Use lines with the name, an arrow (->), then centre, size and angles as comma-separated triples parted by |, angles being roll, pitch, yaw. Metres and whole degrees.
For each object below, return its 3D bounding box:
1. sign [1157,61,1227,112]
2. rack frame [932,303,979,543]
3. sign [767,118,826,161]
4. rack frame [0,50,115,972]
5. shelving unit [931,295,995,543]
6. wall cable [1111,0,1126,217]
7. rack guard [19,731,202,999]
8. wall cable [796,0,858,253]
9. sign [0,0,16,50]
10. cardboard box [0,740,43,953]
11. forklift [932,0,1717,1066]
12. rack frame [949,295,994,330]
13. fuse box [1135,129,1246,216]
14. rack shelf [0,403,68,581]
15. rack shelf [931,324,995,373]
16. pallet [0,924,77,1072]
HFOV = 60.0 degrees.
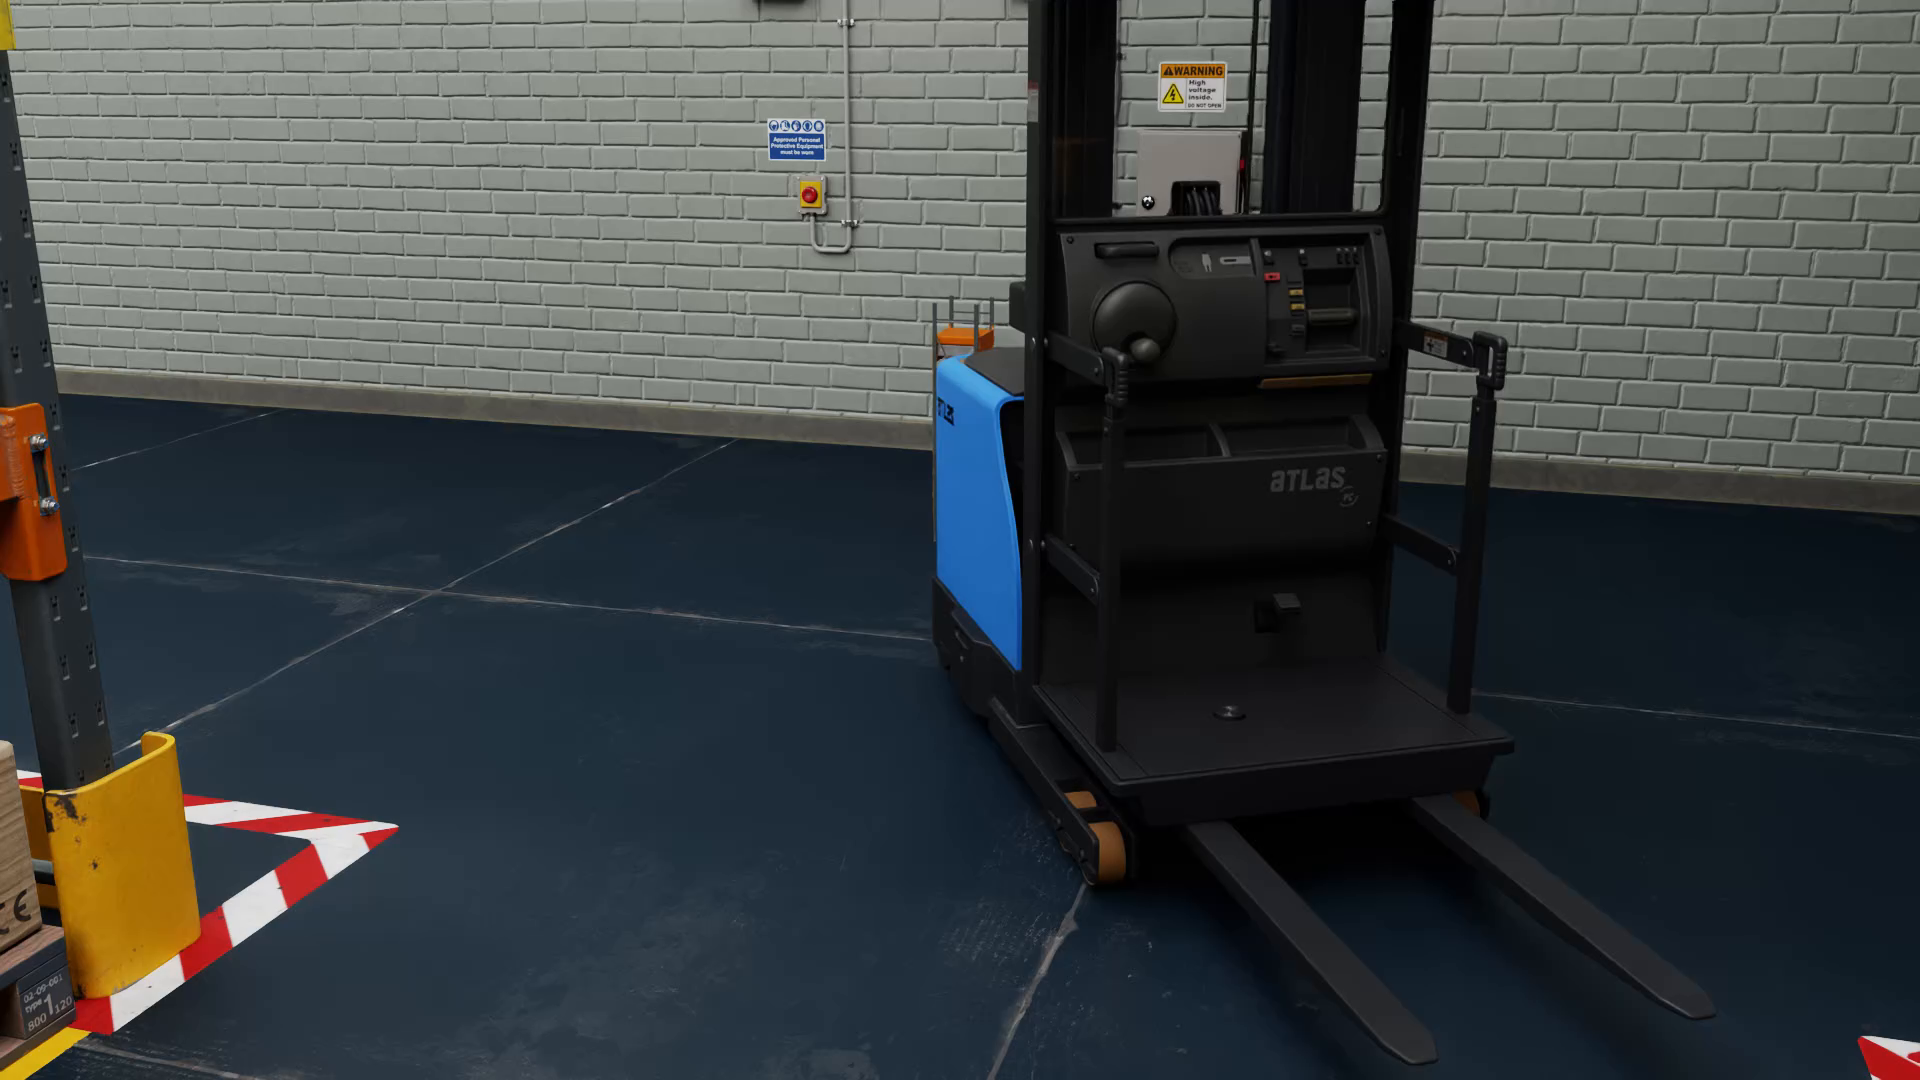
sign -> 1.140, -2.229, 8.177 | 0.339, 0.242, 0.001 | 5, 16, 16
rack frame -> -0.019, -0.487, 7.123 | 0.200, 1.050, 0.008 | 5, 16, 16
sign -> -0.867, -2.124, 8.825 | 0.327, 0.218, 0.001 | 5, 16, 16
rack frame -> -2.418, -0.497, 3.585 | 1.000, 3.000, 0.127 | 5, 16, 16
shelving unit -> 0.015, -0.519, 7.235 | 0.215, 1.050, 0.252 | 5, 16, 16
wall cable -> 0.525, -2.356, 8.277 | 0.588, 1.984, 0.122 | 5, 16, 16
rack guard -> -2.412, 0.699, 3.948 | 1.175, 0.500, 0.348 | 5, 16, 16
wall cable -> -0.838, -2.478, 8.650 | 0.585, 1.953, 0.123 | 5, 16, 16
sign -> -1.902, -1.122, 3.234 | 0.100, 0.325, 0.005 | 5, 16, 16
cardboard box -> -2.510, 0.714, 3.241 | 0.875, 0.438, 0.875 | 4, 16, 14
forklift -> 0.774, -0.646, 4.235 | 1.130, 2.935, 3.031 | -4, 16, -14
rack frame -> 0.050, -0.551, 7.348 | 0.200, 1.050, 0.008 | 5, 16, 16
fuse box -> 1.134, -1.153, 8.260 | 0.539, 1.711, 0.414 | 5, 16, 16
rack shelf -> -2.987, 0.372, 1.839 | 1.077, 0.370, 4.000 | 5, 16, 16
rack shelf -> 0.015, -0.782, 7.161 | 0.215, 0.259, 0.240 | 5, 16, 16
pallet -> -2.571, 1.060, 3.207 | 1.003, 0.211, 1.213 | 5, 16, 16
